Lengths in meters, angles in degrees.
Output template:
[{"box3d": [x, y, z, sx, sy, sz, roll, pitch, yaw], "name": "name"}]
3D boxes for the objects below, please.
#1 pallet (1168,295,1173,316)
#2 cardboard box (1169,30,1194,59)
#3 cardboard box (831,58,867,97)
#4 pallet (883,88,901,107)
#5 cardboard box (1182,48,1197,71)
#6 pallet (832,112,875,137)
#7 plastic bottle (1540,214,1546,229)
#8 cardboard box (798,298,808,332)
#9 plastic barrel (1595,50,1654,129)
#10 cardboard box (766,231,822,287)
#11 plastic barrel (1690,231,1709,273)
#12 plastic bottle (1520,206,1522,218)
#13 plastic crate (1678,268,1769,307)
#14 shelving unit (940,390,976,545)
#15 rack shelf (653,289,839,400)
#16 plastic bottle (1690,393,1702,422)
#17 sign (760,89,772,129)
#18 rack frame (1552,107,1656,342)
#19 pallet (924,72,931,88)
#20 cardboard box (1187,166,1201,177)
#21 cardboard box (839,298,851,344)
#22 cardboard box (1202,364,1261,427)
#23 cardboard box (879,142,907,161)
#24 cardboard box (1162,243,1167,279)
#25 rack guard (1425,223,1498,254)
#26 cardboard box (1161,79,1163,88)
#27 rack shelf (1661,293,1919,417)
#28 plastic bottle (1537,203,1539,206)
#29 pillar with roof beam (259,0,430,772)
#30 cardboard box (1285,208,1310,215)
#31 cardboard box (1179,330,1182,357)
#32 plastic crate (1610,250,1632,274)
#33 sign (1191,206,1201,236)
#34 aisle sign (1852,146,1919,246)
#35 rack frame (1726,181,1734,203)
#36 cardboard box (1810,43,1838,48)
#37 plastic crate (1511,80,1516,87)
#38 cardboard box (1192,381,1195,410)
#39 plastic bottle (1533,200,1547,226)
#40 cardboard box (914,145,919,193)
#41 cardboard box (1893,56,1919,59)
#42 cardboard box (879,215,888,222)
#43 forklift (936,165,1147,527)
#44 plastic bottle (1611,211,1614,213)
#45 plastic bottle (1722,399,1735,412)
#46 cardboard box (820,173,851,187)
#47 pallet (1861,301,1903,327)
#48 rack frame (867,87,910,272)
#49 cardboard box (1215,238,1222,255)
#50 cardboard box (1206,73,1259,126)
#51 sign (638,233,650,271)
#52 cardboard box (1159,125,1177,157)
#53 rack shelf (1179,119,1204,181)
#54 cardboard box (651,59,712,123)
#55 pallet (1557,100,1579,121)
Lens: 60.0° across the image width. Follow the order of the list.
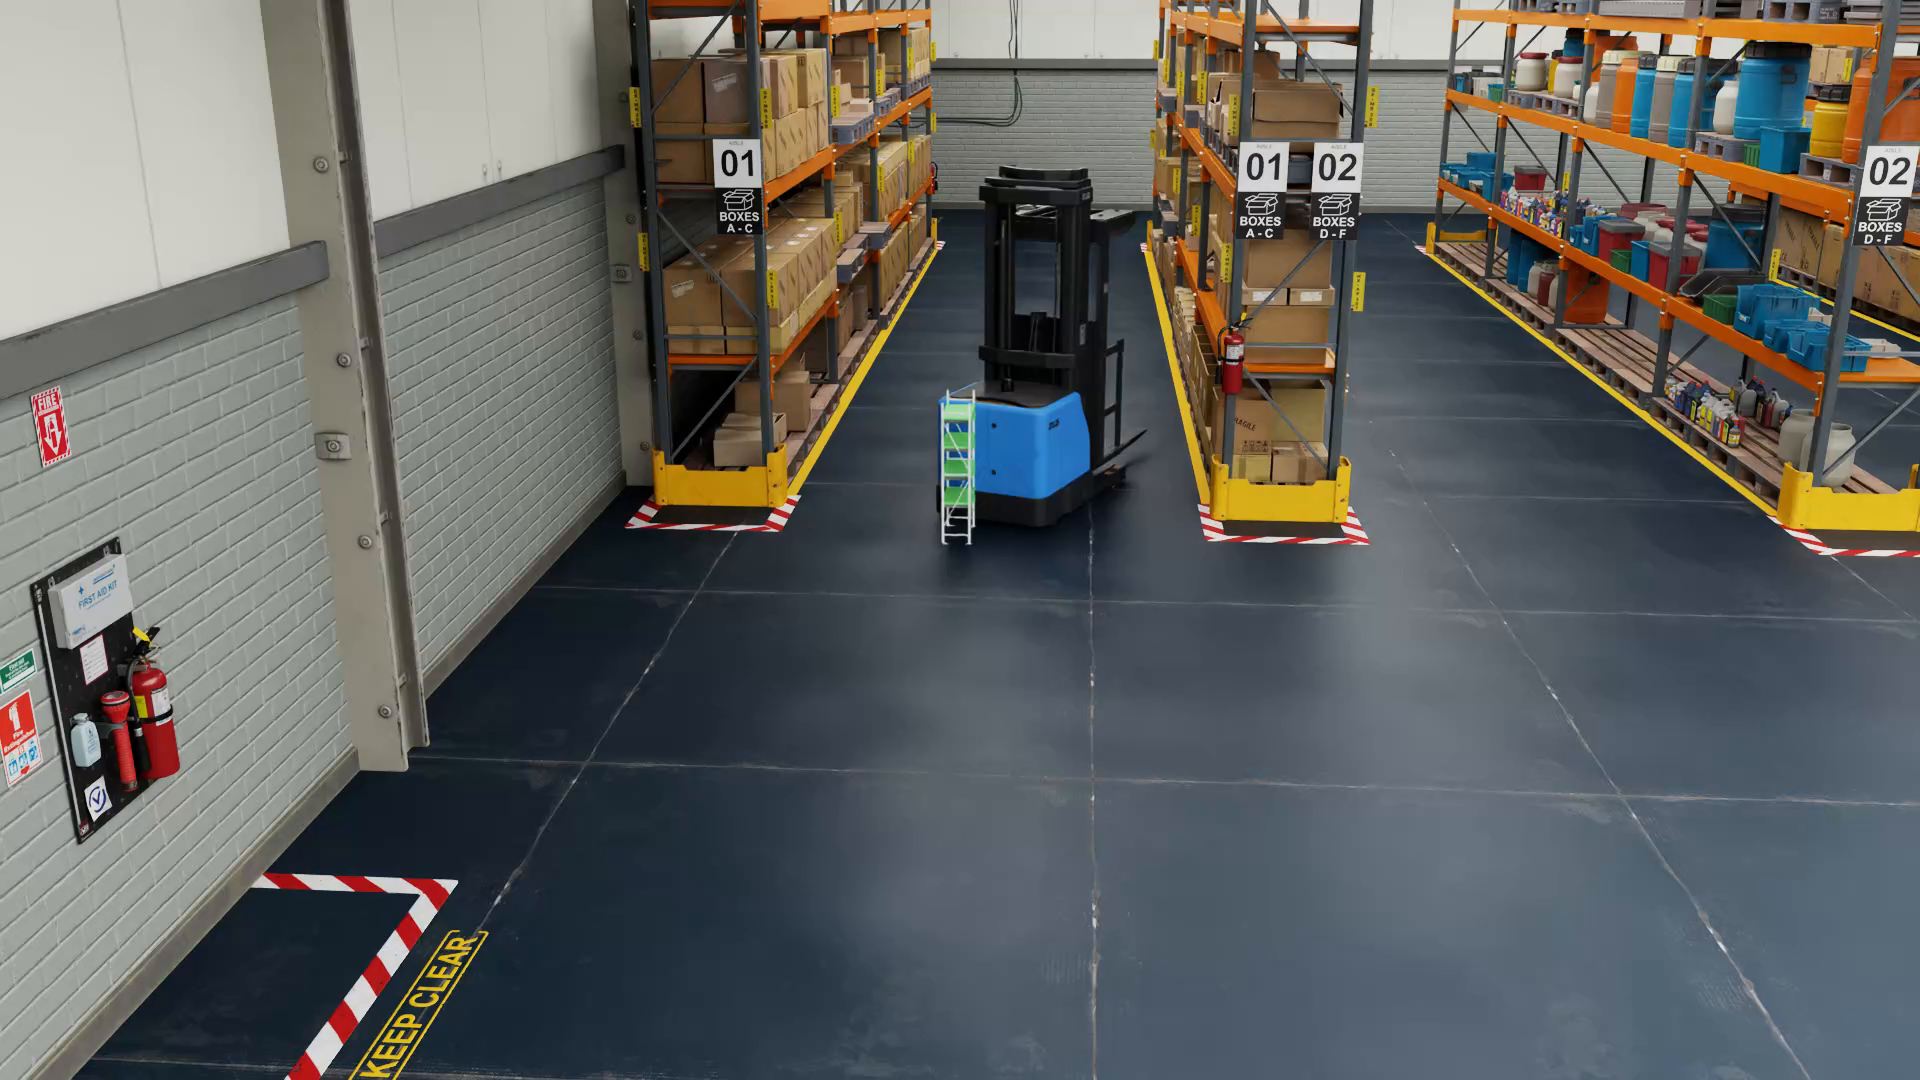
[{"box3d": [3.539, -3.416, 24.008, 1.003, 0.211, 1.213, 1, 18, 4], "name": "pallet"}, {"box3d": [3.732, -7.940, 26.755, 0.700, 0.500, 0.500, 1, 18, 4], "name": "cardboard box"}, {"box3d": [-1.621, -6.241, 22.468, 0.700, 0.500, 0.500, 0, 18, 1], "name": "cardboard box"}, {"box3d": [-1.314, -6.532, 24.531, 0.805, 0.209, 1.217, 1, 18, 2], "name": "pallet"}, {"box3d": [3.509, -6.731, 23.836, 0.600, 0.600, 0.600, 1, 18, 3], "name": "cardboard box"}, {"box3d": [-1.649, -4.847, 19.381, 1.213, 0.211, 1.003, 1, 18, 4], "name": "pallet"}, {"box3d": [7.986, -4.349, 22.698, 0.097, 0.201, 0.097, 0, 18, 0], "name": "plastic bottle"}, {"box3d": [-1.740, -2.159, 15.904, 0.500, 0.250, 0.500, 1, 18, 3], "name": "cardboard box"}, {"box3d": [8.022, -5.434, 20.066, 0.600, 0.901, 0.600, 0, 18, 0], "name": "plastic barrel"}, {"box3d": [-1.673, -2.829, 16.742, 0.500, 0.500, 0.500, 1, 18, 2], "name": "cardboard box"}, {"box3d": [8.298, -3.135, 18.454, 0.433, 0.535, 0.433, 0, 18, 0], "name": "plastic barrel"}, {"box3d": [8.069, -4.710, 23.798, 0.097, 0.201, 0.097, 0, 18, 0], "name": "plastic bottle"}, {"box3d": [7.846, -2.589, 17.105, 0.767, 0.338, 0.504, 1, 18, 4], "name": "plastic crate"}, {"box3d": [-0.013, -0.607, 13.850, 0.258, 1.200, 0.503, 1, 18, 4], "name": "shelving unit"}, {"box3d": [-2.014, -2.036, 16.474, 1.077, 0.370, 4.000, 1, 18, 4], "name": "rack shelf"}, {"box3d": [7.472, -1.346, 16.868, 0.061, 0.283, 0.133, 2, 18, 6], "name": "plastic bottle"}, {"box3d": [-1.616, -3.585, 13.827, 0.100, 0.325, 0.005, 1, 18, 4], "name": "sign"}, {"box3d": [8.298, -4.020, 21.375, 1.000, 3.000, 0.127, 1, 18, 4], "name": "rack frame"}, {"box3d": [-1.053, -7.879, 28.475, 1.003, 0.211, 1.213, 1, 18, 4], "name": "pallet"}, {"box3d": [3.579, -5.071, 23.747, 0.700, 0.500, 0.500, -3, 18, -10], "name": "cardboard box"}, {"box3d": [-1.744, -2.725, 20.731, 0.700, 0.500, 0.500, 1, 18, 4], "name": "cardboard box"}, {"box3d": [2.582, -1.381, 15.856, 0.500, 0.500, 0.500, 1, 18, 4], "name": "cardboard box"}, {"box3d": [-1.076, -5.888, 25.199, 0.500, 0.250, 0.500, 2, 18, 5], "name": "cardboard box"}, {"box3d": [3.366, -4.251, 25.386, 0.500, 0.500, 0.500, 0, 18, 1], "name": "cardboard box"}, {"box3d": [8.860, -5.325, 29.370, 1.175, 0.500, 0.348, 1, 18, 4], "name": "rack guard"}, {"box3d": [3.528, -7.351, 26.964, 0.500, 0.250, 0.500, 1, 18, 4], "name": "cardboard box"}, {"box3d": [7.867, -1.815, 15.800, 1.077, 0.370, 4.000, 1, 18, 4], "name": "rack shelf"}, {"box3d": [8.066, -4.552, 23.186, 0.061, 0.283, 0.133, 1, 18, 4], "name": "plastic bottle"}, {"box3d": [0.894, -2.885, 8.275, 9.100, 9.000, 0.400, 1, 18, 4], "name": "pillar with roof beam"}, {"box3d": [2.901, -2.792, 15.384, 0.700, 0.500, 0.500, 1, 18, 4], "name": "cardboard box"}, {"box3d": [2.923, -2.392, 20.146, 0.500, 0.250, 0.500, 2, 18, 5], "name": "cardboard box"}, {"box3d": [7.854, -3.224, 19.286, 0.450, 0.188, 0.662, 1, 18, 4], "name": "plastic crate"}, {"box3d": [2.528, -3.411, 17.784, 0.100, 0.325, 0.005, 1, 18, 4], "name": "sign"}, {"box3d": [7.423, -2.755, 13.339, 0.394, 0.787, 0.004, 1, 18, 4], "name": "aisle sign"}, {"box3d": [13.811, -6.394, 28.620, 1.000, 3.000, 0.127, 1, 18, 4], "name": "rack frame"}, {"box3d": [13.656, -7.843, 26.026, 0.500, 0.250, 0.500, 1, 18, 2], "name": "cardboard box"}, {"box3d": [9.085, -7.517, 27.569, 0.450, 0.188, 0.336, 1, 18, 4], "name": "plastic crate"}, {"box3d": [2.694, -1.490, 17.395, 0.500, 0.250, 0.500, 1, 18, 4], "name": "cardboard box"}, {"box3d": [8.036, -4.535, 23.026, 0.144, 0.351, 0.185, 1, 18, 4], "name": "plastic bottle"}, {"box3d": [-1.184, -6.021, 26.999, 0.980, 0.700, 0.700, 1, 18, 3], "name": "cardboard box"}, {"box3d": [13.493, -6.644, 23.730, 0.700, 0.500, 0.500, 2, 18, 5], "name": "cardboard box"}, {"box3d": [-1.199, -4.387, 22.866, 0.380, 0.149, 0.250, 2, 18, 6], "name": "cardboard box"}, {"box3d": [0.899, -1.919, 15.072, 1.130, 2.935, 3.031, 9, 20, 25], "name": "forklift"}, {"box3d": [8.739, -4.276, 22.343, 0.061, 0.283, 0.133, 1, 18, 4], "name": "plastic bottle"}, {"box3d": [7.645, -1.265, 16.634, 0.152, 0.276, 0.135, 1, 18, 4], "name": "plastic bottle"}, {"box3d": [-1.587, -4.598, 21.229, 0.380, 0.149, 0.250, -2, 18, -5], "name": "cardboard box"}, {"box3d": [13.460, -3.206, 23.367, 1.003, 0.211, 1.213, 1, 18, 4], "name": "pallet"}, {"box3d": [-1.297, -5.484, 25.841, 1.000, 3.000, 0.127, 1, 18, 4], "name": "rack frame"}, {"box3d": [2.823, -3.008, 17.083, 0.380, 0.149, 0.250, 1, 18, 2], "name": "cardboard box"}, {"box3d": [2.771, -4.478, 16.895, 0.500, 0.500, 0.500, 3, 18, 8], "name": "cardboard box"}, {"box3d": [-2.710, -2.476, 14.294, 0.100, 0.325, 0.005, 1, 18, 4], "name": "sign"}, {"box3d": [3.530, -6.532, 27.273, 0.500, 0.500, 0.500, 1, 18, 3], "name": "cardboard box"}, {"box3d": [3.214, -4.594, 19.465, 1.077, 0.370, 4.000, 1, 18, 4], "name": "rack shelf"}, {"box3d": [-2.387, -3.854, 14.252, 0.500, 0.500, 0.500, 2, 18, 6], "name": "cardboard box"}, {"box3d": [8.450, -5.591, 21.655, 1.003, 0.211, 1.213, 1, 18, 4], "name": "pallet"}]
